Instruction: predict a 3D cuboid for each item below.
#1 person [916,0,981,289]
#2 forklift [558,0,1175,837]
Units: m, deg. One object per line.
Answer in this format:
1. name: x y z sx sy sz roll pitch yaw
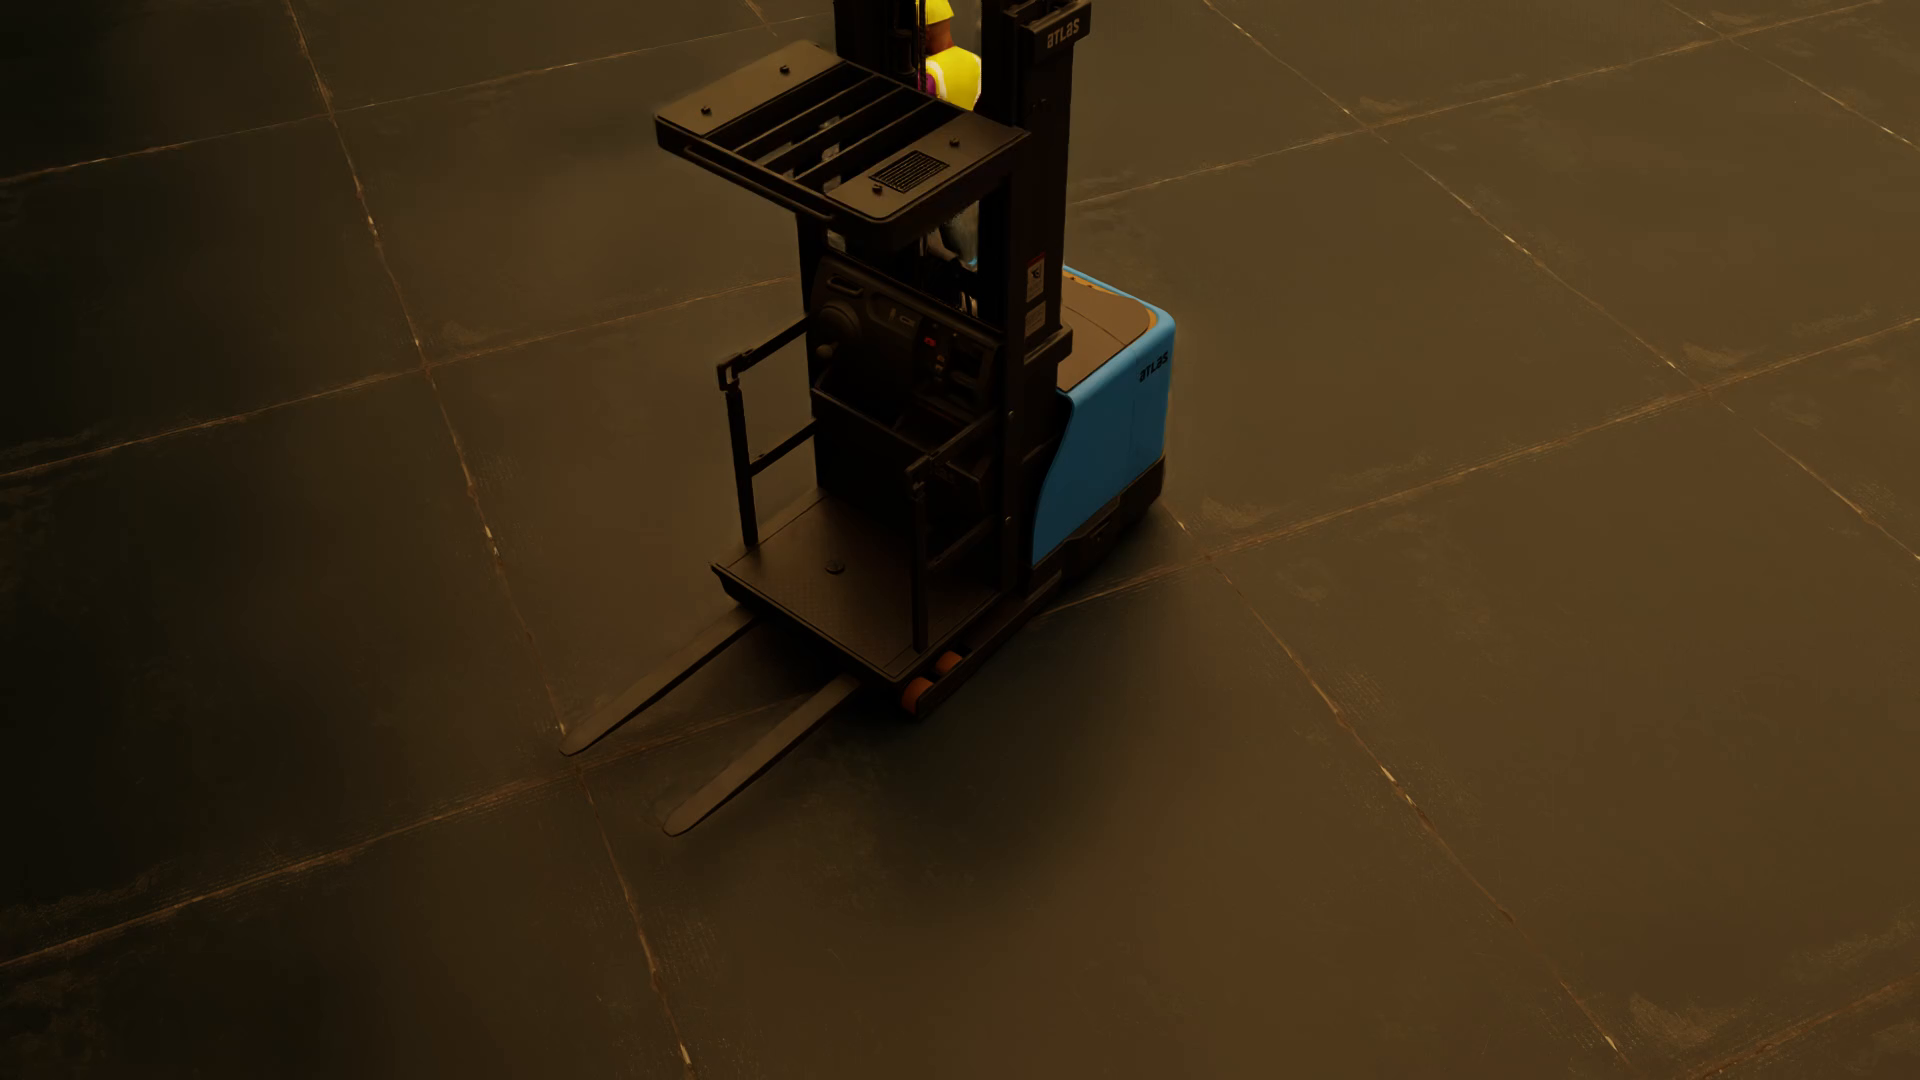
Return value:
1. person: -0.149 -1.983 8.689 0.411 1.726 0.906 26 49 25
2. forklift: -0.368 -0.718 6.450 1.130 2.935 3.031 30 51 28
